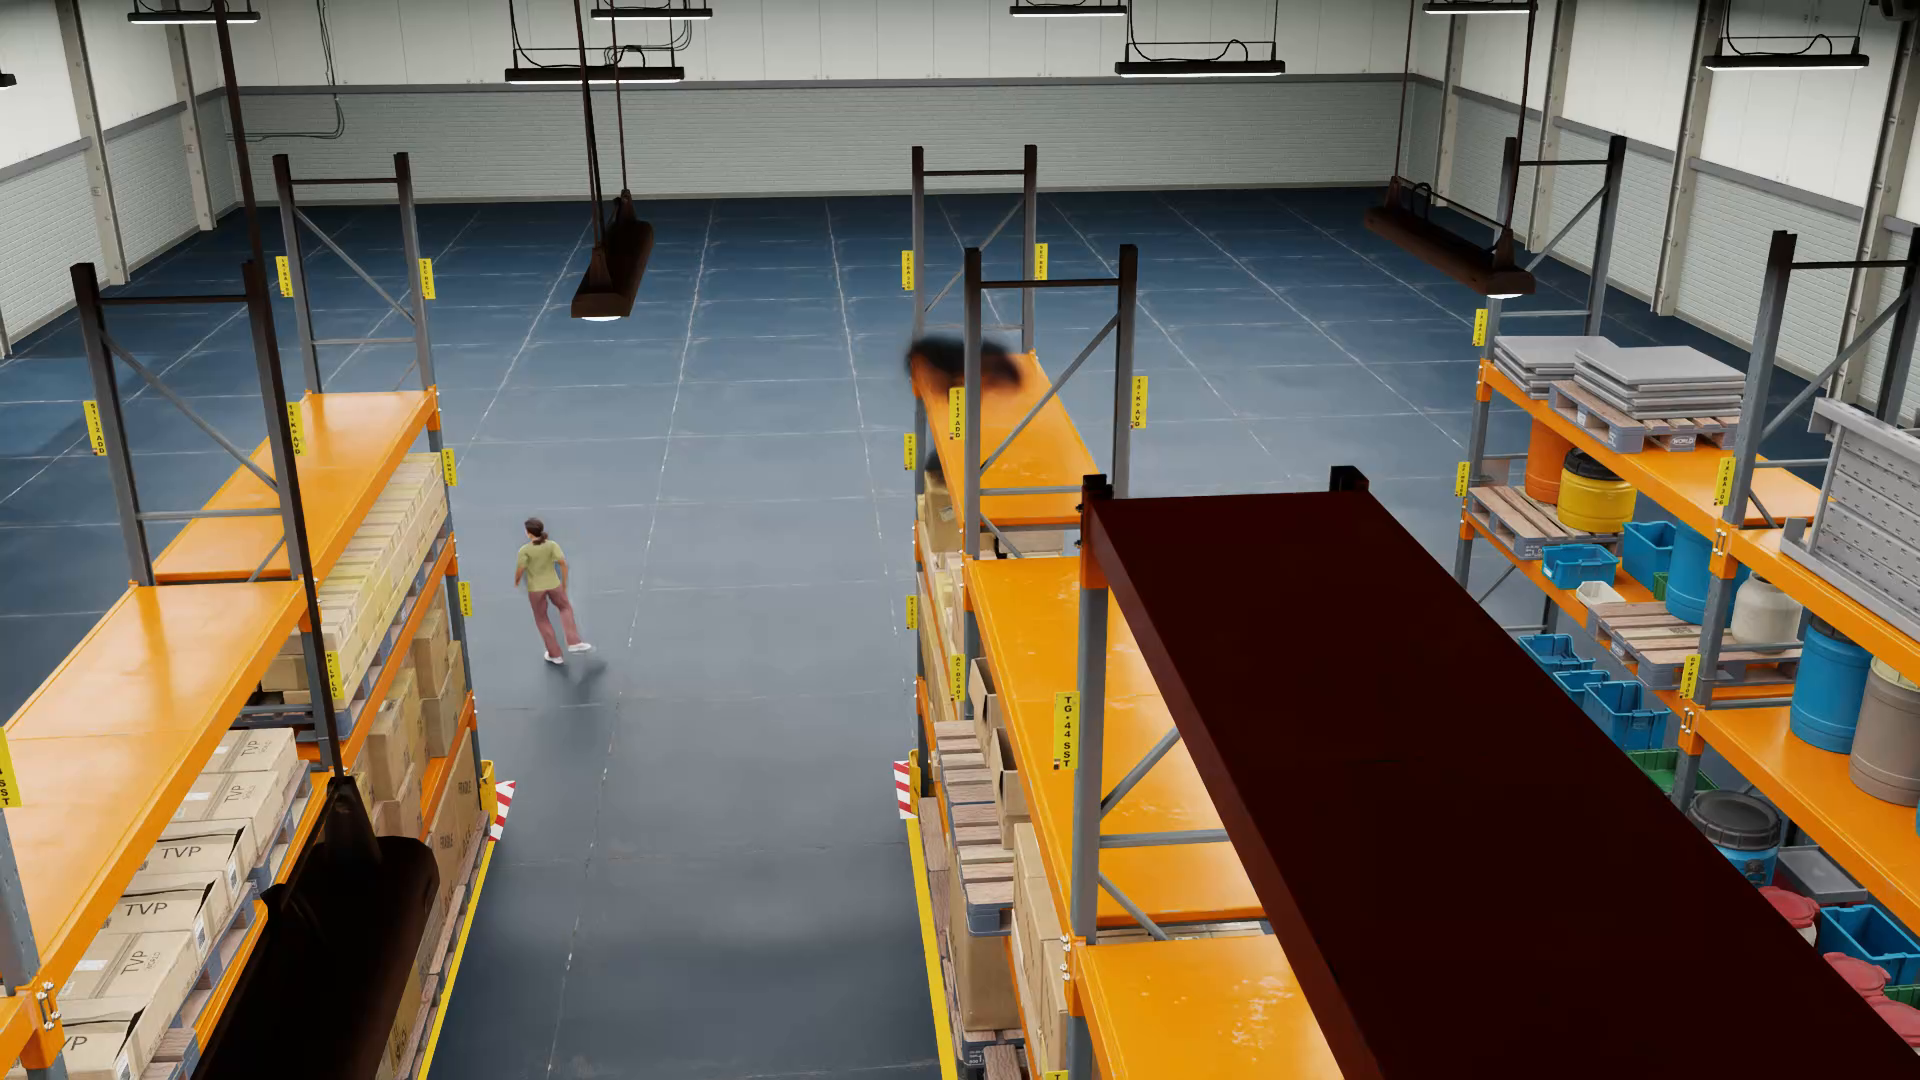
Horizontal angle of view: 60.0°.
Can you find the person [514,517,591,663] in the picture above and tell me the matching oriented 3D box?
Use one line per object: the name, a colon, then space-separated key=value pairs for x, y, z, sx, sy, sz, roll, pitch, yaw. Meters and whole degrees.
person: x=-4.470 y=0.511 z=18.124 sx=0.714 sy=1.645 sz=0.534 roll=-13 pitch=25 yaw=-29
